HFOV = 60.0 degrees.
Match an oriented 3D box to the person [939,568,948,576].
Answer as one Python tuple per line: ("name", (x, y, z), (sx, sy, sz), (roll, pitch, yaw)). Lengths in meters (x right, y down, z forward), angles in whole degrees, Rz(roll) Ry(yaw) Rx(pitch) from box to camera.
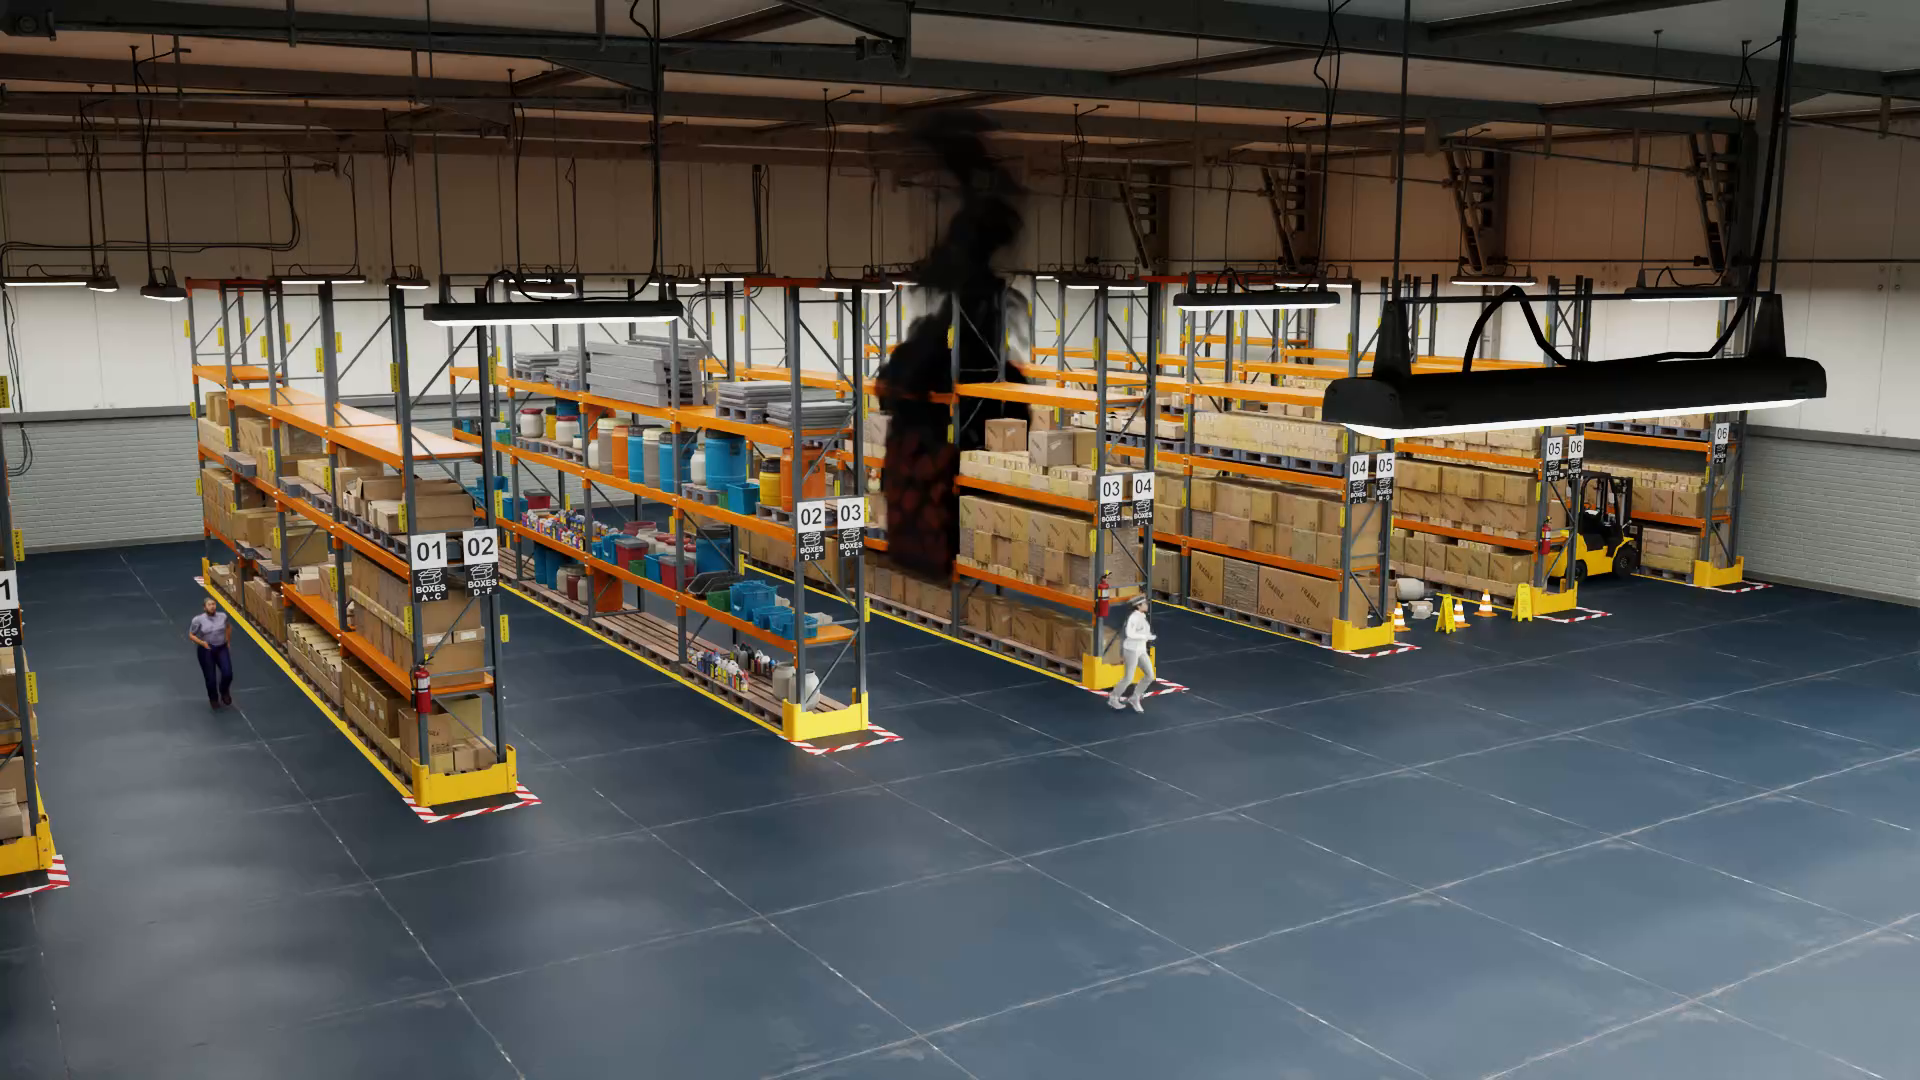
("person", (-0.183, 0.047, 32.617), (0.622, 1.670, 0.883), (-7, 12, -37))

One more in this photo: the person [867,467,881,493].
("person", (-1.978, -0.834, 37.827), (0.576, 1.674, 0.882), (-5, 11, -29))

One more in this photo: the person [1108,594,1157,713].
("person", (2.510, 1.594, 23.605), (0.658, 1.690, 0.621), (6, 11, 31))

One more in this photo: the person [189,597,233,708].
("person", (-10.587, 1.604, 23.599), (0.603, 1.609, 0.573), (-7, 12, -35))
